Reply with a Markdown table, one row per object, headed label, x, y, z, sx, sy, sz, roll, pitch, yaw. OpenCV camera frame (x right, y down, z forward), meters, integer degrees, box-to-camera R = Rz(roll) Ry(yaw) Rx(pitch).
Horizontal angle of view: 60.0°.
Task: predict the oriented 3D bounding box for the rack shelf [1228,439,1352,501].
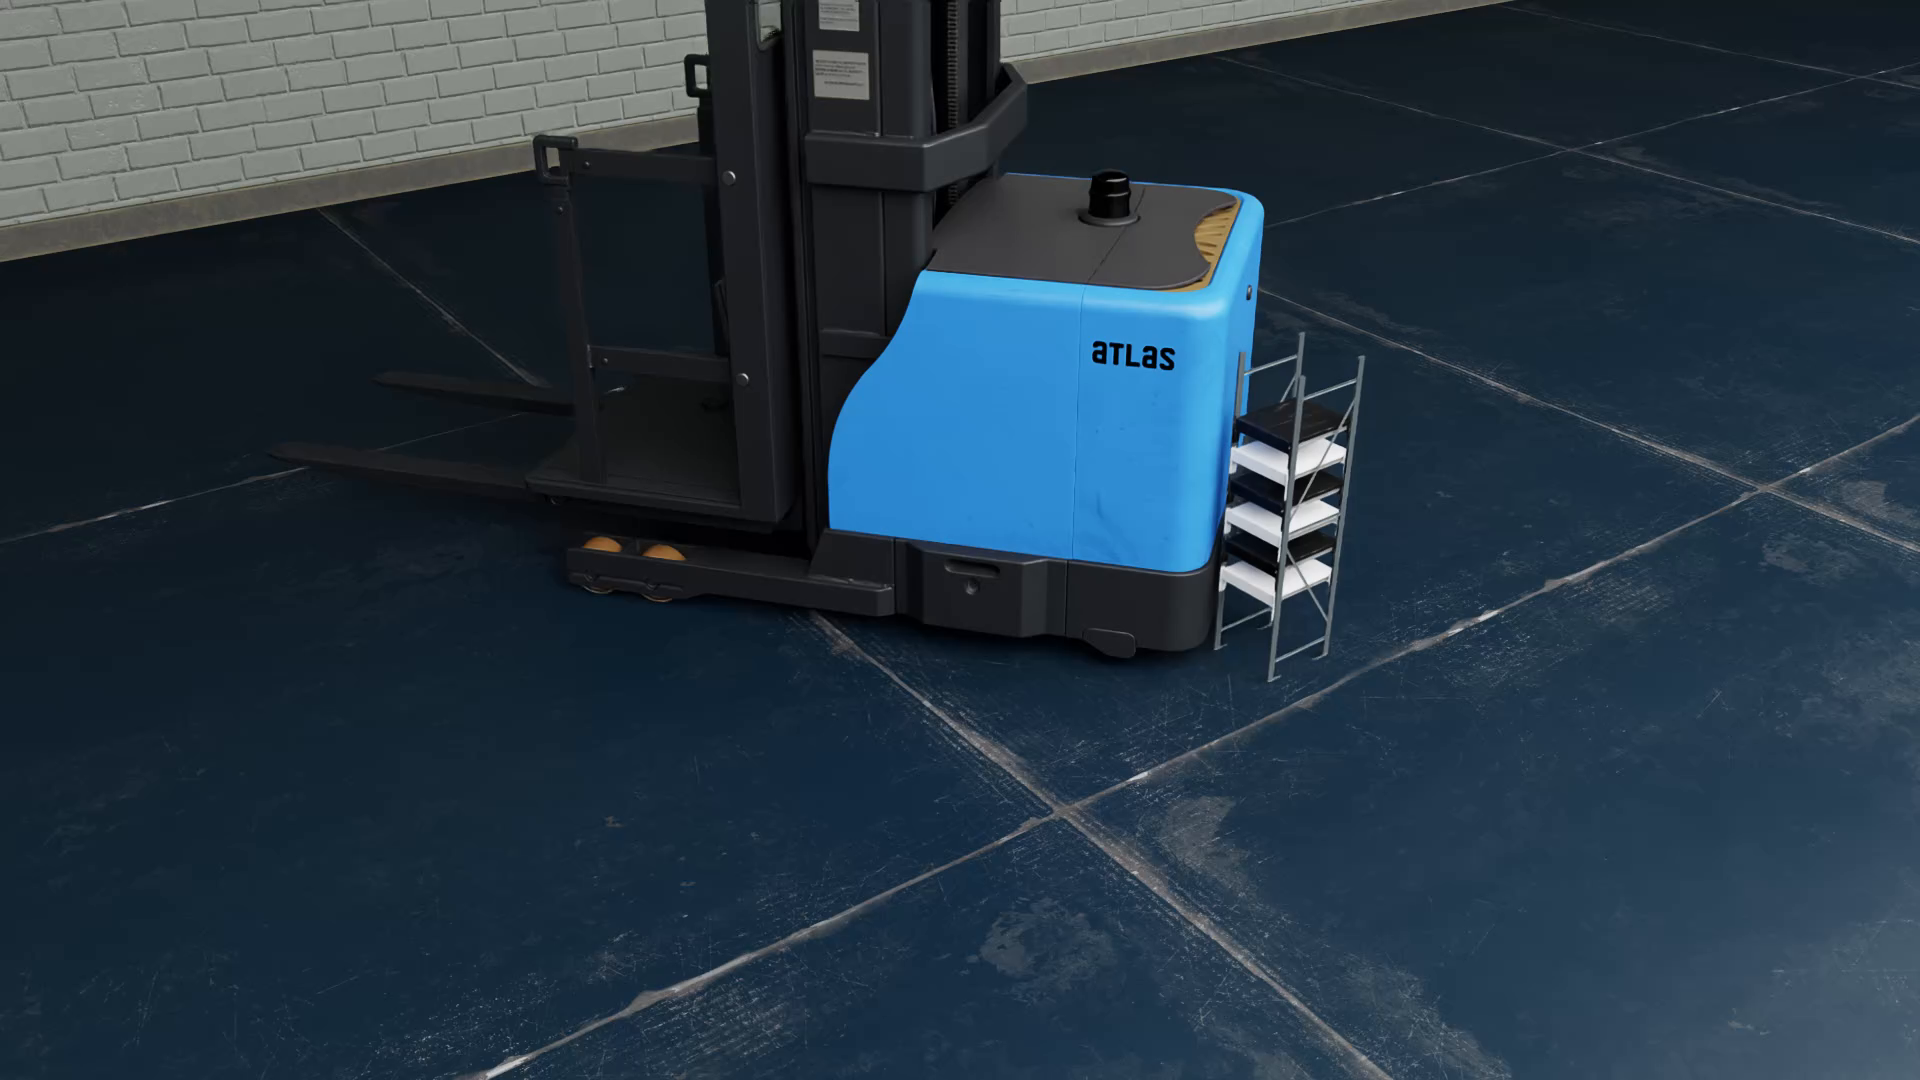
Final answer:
| label | x | y | z | sx | sy | sz | roll | pitch | yaw |
| --- | --- | --- | --- | --- | --- | --- | --- | --- | --- |
| rack shelf | 0.871 | -0.207 | 4.381 | 0.258 | 0.077 | 0.200 | -20 | 34 | -32 |

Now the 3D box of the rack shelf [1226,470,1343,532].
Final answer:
| label | x | y | z | sx | sy | sz | roll | pitch | yaw |
| --- | --- | --- | --- | --- | --- | --- | --- | --- | --- |
| rack shelf | 0.871 | -0.128 | 4.424 | 0.258 | 0.077 | 0.200 | -20 | 34 | -32 |

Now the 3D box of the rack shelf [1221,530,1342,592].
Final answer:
| label | x | y | z | sx | sy | sz | roll | pitch | yaw |
| --- | --- | --- | --- | --- | --- | --- | --- | --- | --- |
| rack shelf | 0.870 | 0.030 | 4.510 | 0.258 | 0.077 | 0.200 | -20 | 34 | -32 |

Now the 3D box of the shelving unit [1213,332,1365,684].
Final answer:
| label | x | y | z | sx | sy | sz | roll | pitch | yaw |
| --- | --- | --- | --- | --- | --- | --- | --- | --- | --- |
| shelving unit | 0.871 | -0.078 | 4.451 | 0.258 | 0.900 | 0.210 | -20 | 34 | -32 |

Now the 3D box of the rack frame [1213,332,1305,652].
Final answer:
| label | x | y | z | sx | sy | sz | roll | pitch | yaw |
| --- | --- | --- | --- | --- | --- | --- | --- | --- | --- |
| rack frame | 0.809 | -0.117 | 4.522 | 0.240 | 0.900 | 0.006 | -20 | 34 | -32 |

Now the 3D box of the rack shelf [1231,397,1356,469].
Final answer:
| label | x | y | z | sx | sy | sz | roll | pitch | yaw |
| --- | --- | --- | --- | --- | --- | --- | --- | --- | --- |
| rack shelf | 0.871 | -0.286 | 4.338 | 0.258 | 0.077 | 0.200 | -20 | 34 | -32 |

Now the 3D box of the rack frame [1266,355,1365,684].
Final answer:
| label | x | y | z | sx | sy | sz | roll | pitch | yaw |
| --- | --- | --- | --- | --- | --- | --- | --- | --- | --- |
| rack frame | 0.932 | -0.039 | 4.380 | 0.240 | 0.900 | 0.006 | -20 | 34 | -32 |

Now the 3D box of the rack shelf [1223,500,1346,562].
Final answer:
| label | x | y | z | sx | sy | sz | roll | pitch | yaw |
| --- | --- | --- | --- | --- | --- | --- | --- | --- | --- |
| rack shelf | 0.871 | -0.049 | 4.467 | 0.258 | 0.077 | 0.200 | -20 | 34 | -32 |

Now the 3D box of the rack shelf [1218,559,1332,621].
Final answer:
| label | x | y | z | sx | sy | sz | roll | pitch | yaw |
| --- | --- | --- | --- | --- | --- | --- | --- | --- | --- |
| rack shelf | 0.870 | 0.109 | 4.553 | 0.258 | 0.077 | 0.200 | -20 | 34 | -32 |

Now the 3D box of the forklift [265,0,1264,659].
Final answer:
| label | x | y | z | sx | sy | sz | roll | pitch | yaw |
| --- | --- | --- | --- | --- | --- | --- | --- | --- | --- |
| forklift | -0.670 | -1.338 | 4.642 | 3.031 | 2.935 | 1.130 | 7 | 29 | 13 |
